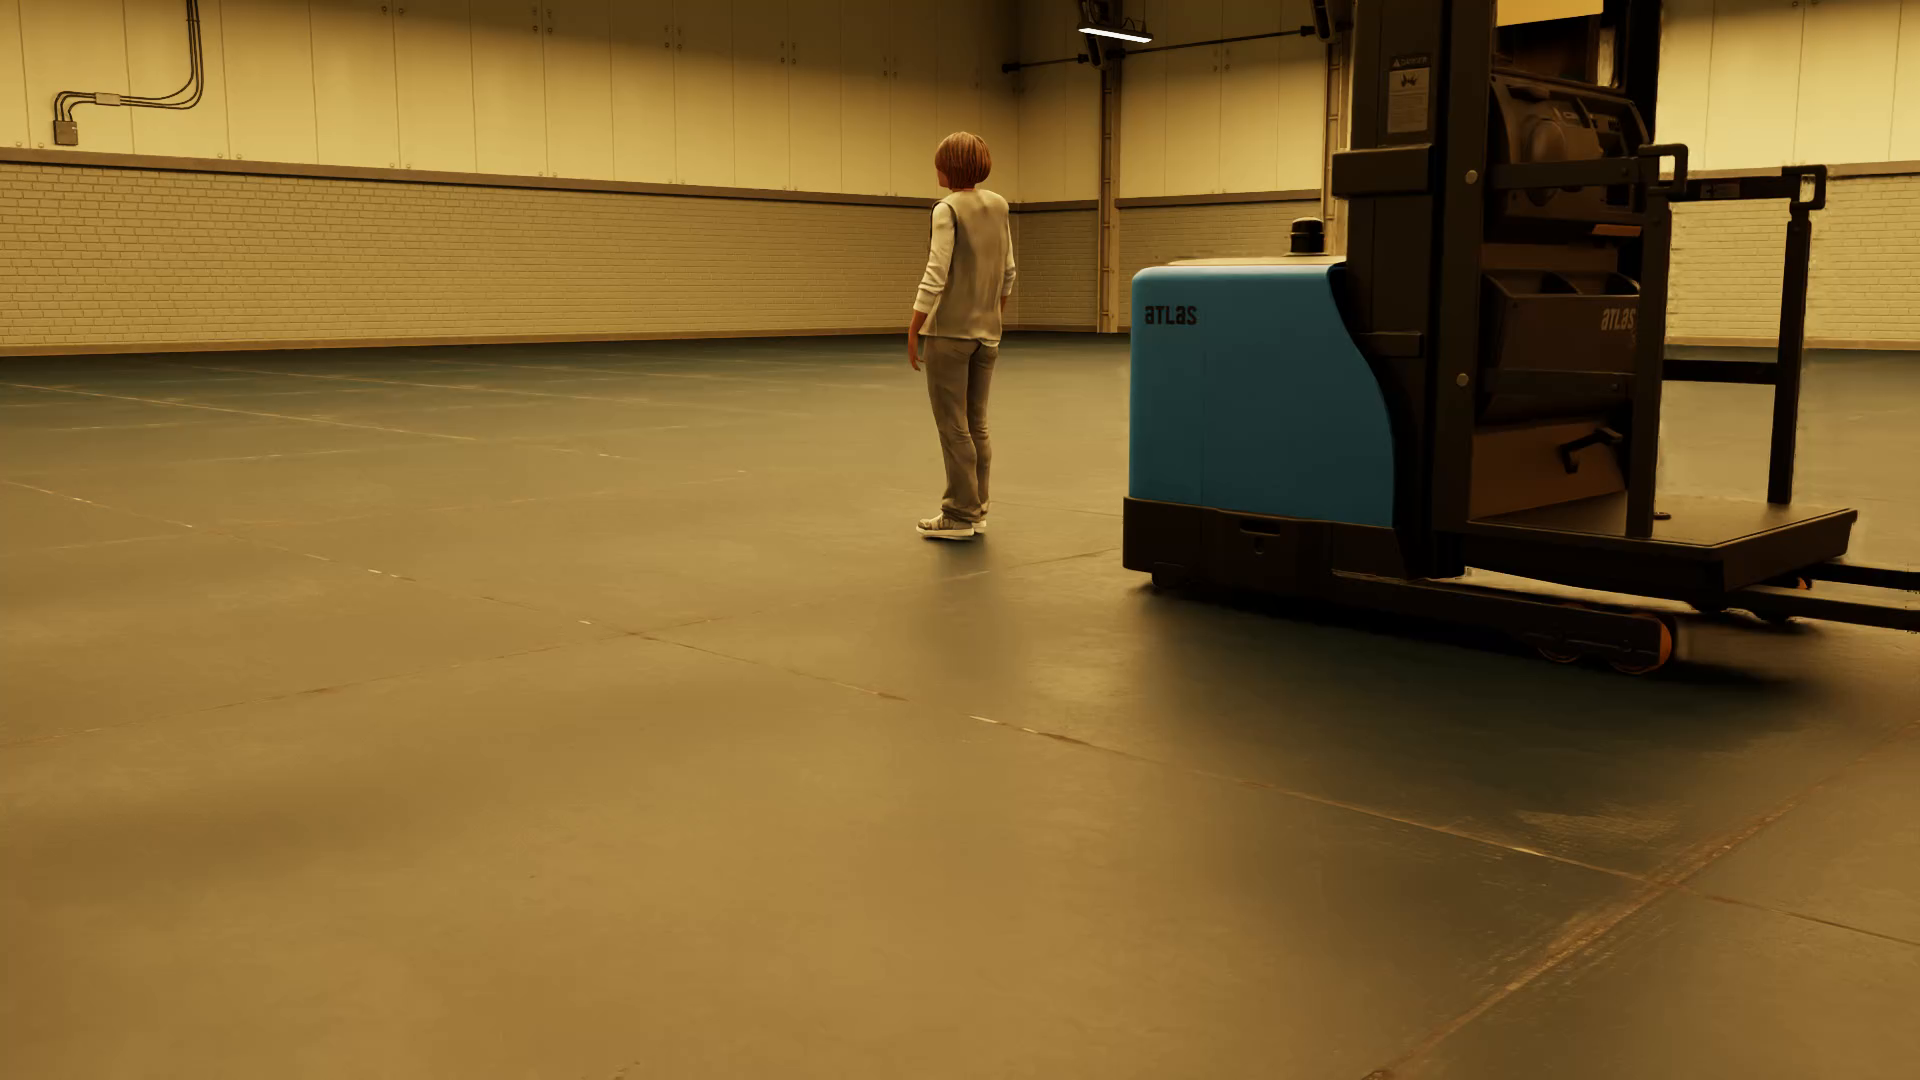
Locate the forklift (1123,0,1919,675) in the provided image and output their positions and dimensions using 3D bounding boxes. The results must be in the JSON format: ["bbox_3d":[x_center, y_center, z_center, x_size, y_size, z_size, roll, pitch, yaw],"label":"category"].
[{"bbox_3d":[1.943,-1.181,4.717,1.130,2.935,3.031,-8,12,-44],"label":"forklift"}]

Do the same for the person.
[{"bbox_3d":[-0.043,-0.806,6.658,0.475,1.596,0.521,8,12,43],"label":"person"}]
